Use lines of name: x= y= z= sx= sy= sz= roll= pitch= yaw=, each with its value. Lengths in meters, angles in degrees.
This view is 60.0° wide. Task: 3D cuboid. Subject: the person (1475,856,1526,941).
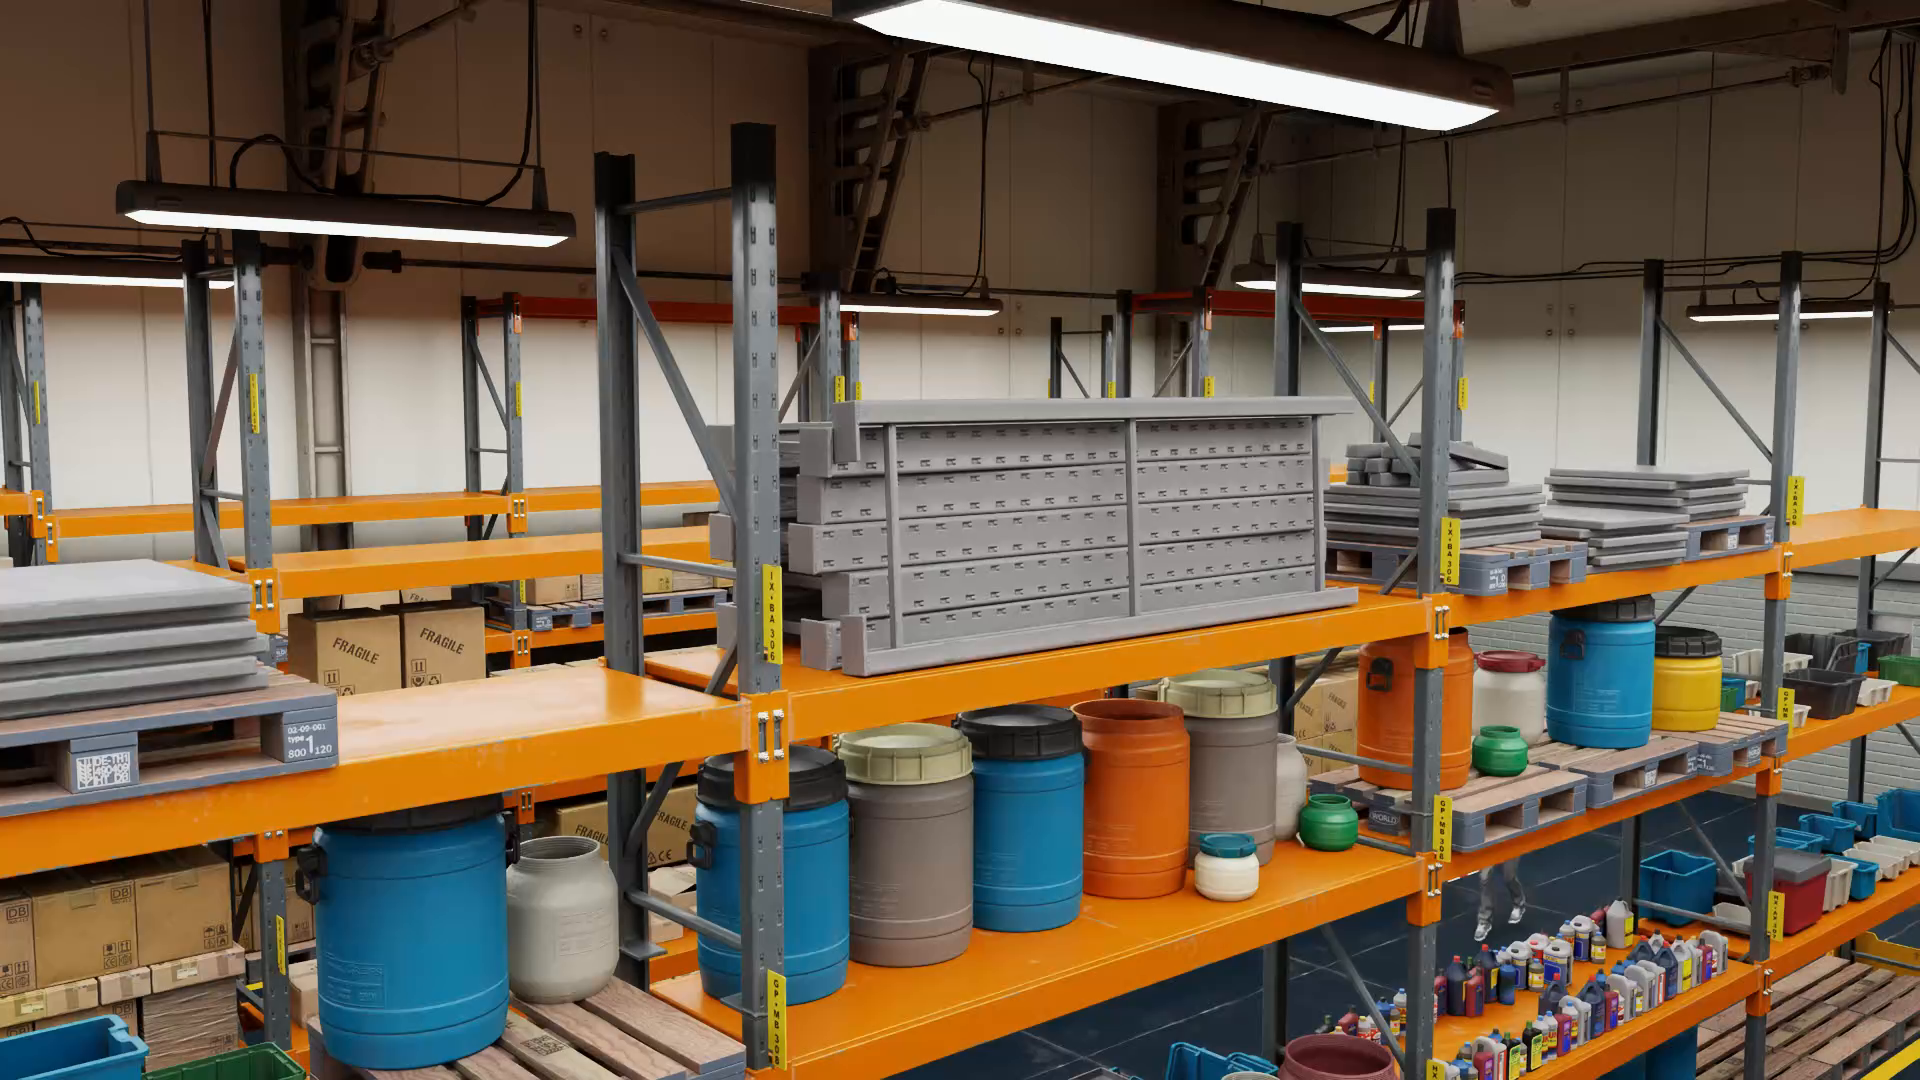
person: x=5.051 y=2.879 z=15.590 sx=0.538 sy=1.621 sz=0.769 roll=5 pitch=7 yaw=41
